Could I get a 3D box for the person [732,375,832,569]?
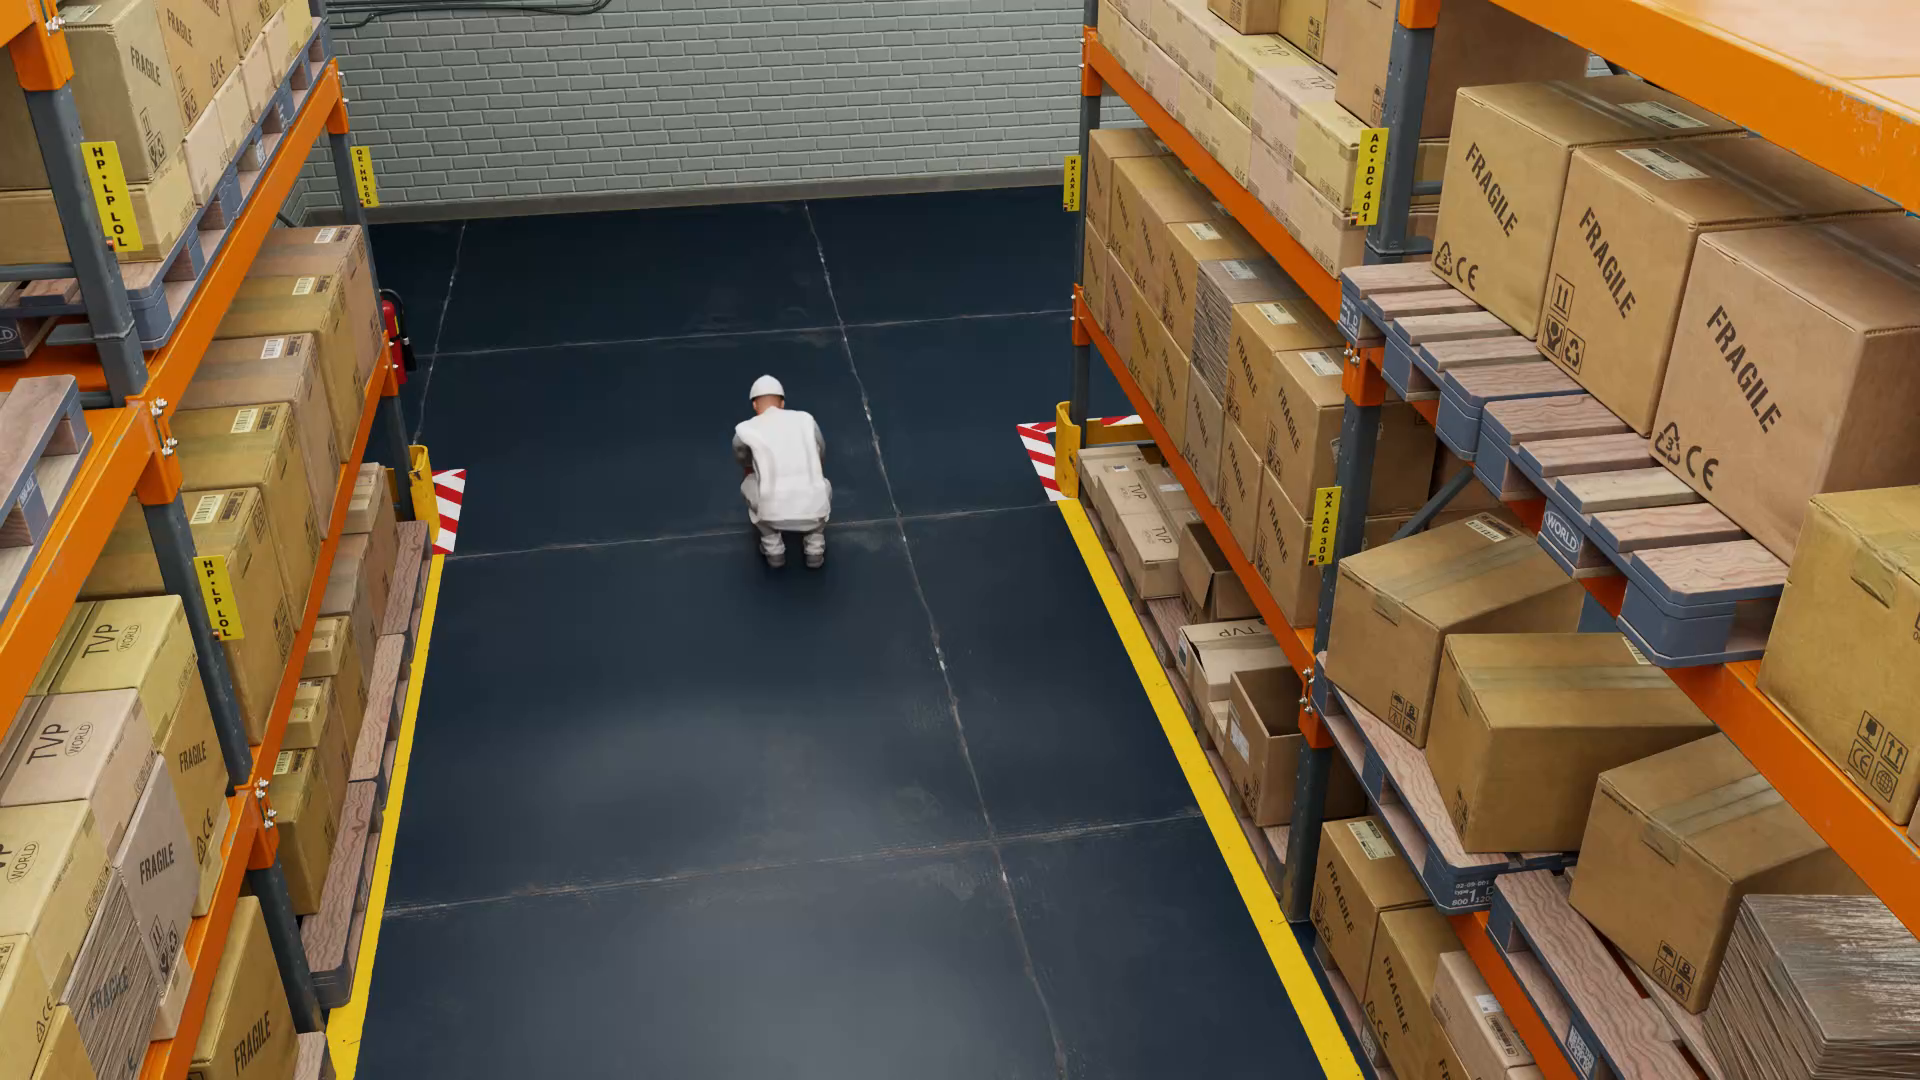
[{"bbox_3d":[-1.017,-0.387,9.567,0.554,0.996,0.863,-6,31,-9],"label":"person"}]
